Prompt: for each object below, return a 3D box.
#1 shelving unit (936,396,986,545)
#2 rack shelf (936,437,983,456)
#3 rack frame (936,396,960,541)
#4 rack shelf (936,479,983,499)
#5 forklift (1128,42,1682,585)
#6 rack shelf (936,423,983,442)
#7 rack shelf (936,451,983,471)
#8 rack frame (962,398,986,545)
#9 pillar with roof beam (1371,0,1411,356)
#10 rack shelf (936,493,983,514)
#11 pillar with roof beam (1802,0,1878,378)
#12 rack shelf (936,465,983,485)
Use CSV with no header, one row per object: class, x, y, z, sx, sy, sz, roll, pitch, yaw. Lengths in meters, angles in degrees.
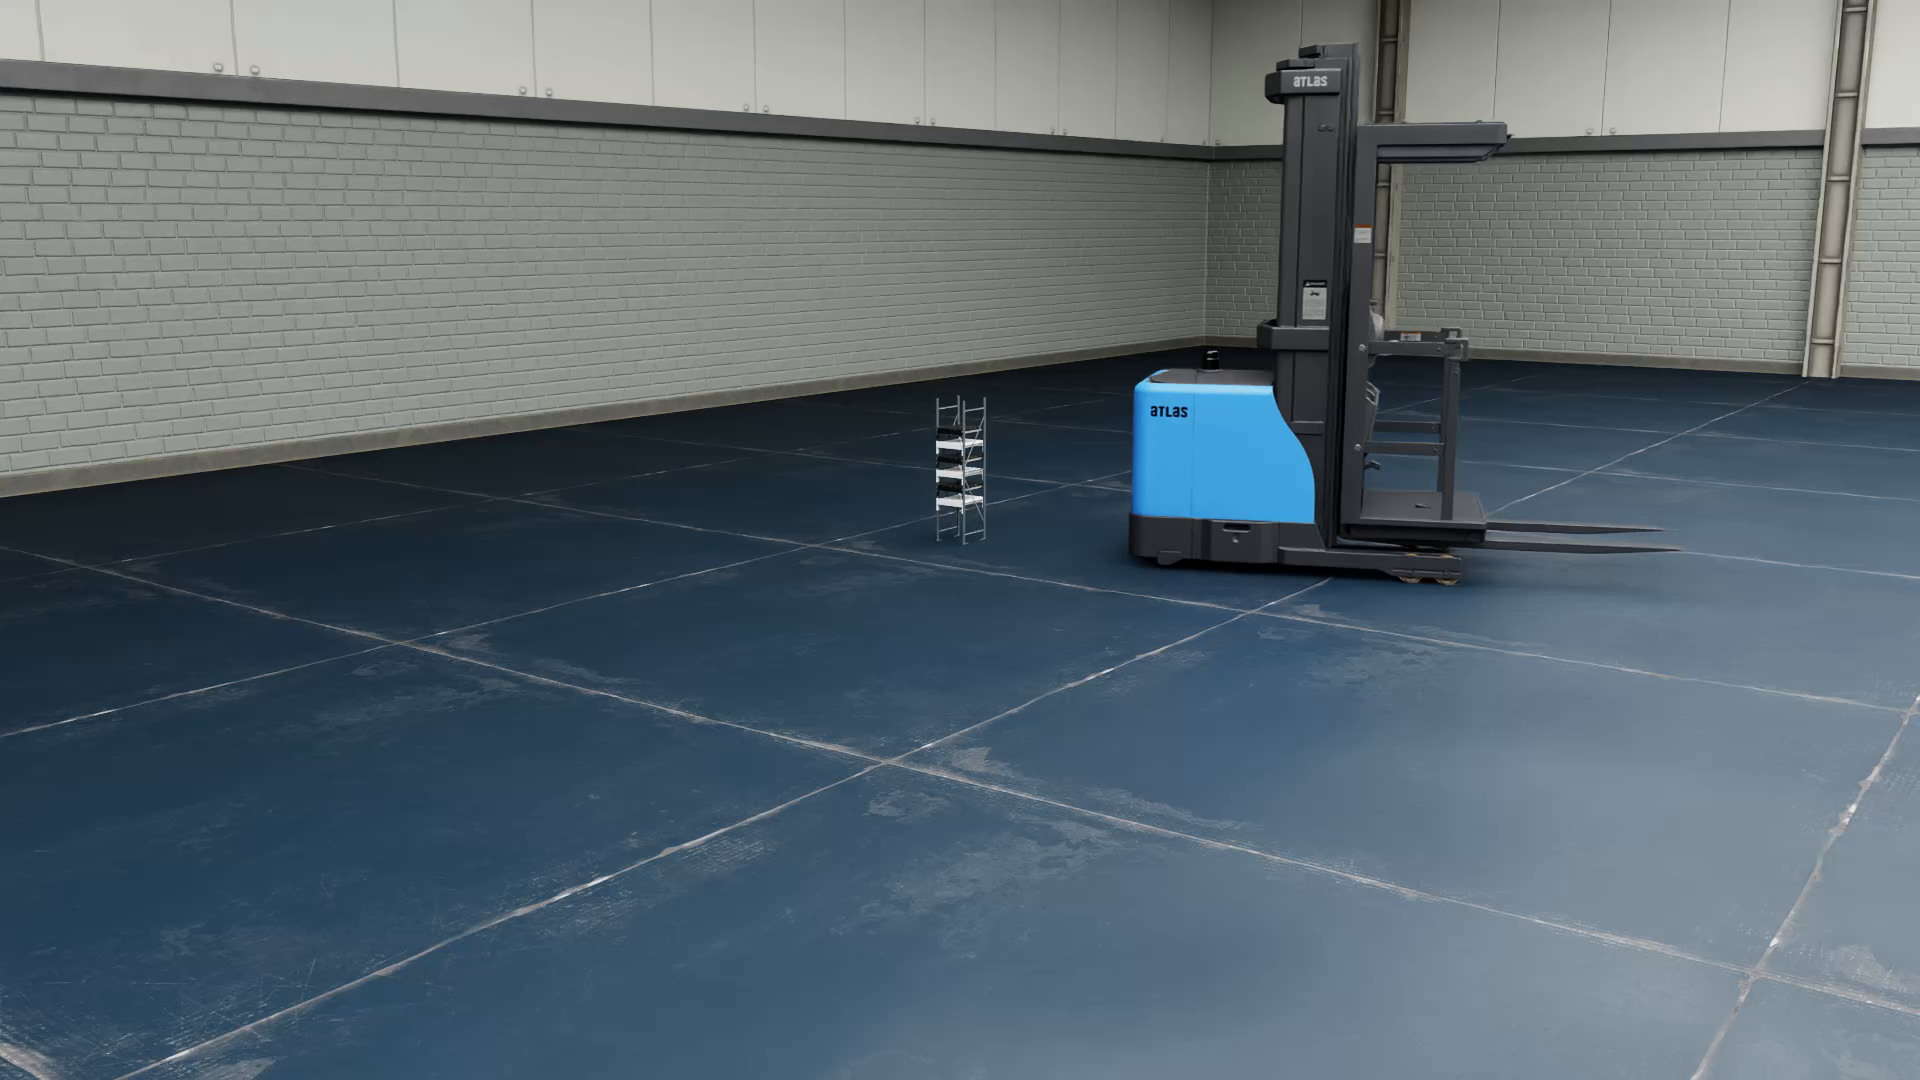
shelving unit,0.007,-0.441,10.439,0.210,0.900,0.258,8,13,36
rack shelf,0.007,-0.585,10.412,0.200,0.077,0.258,8,13,36
rack frame,-0.075,-0.452,10.499,0.006,0.900,0.240,8,13,36
rack shelf,0.007,-0.320,10.463,0.200,0.077,0.258,8,13,36
forklift,2.563,-1.301,9.538,3.031,2.935,1.130,3,11,14
rack shelf,0.007,-0.673,10.395,0.200,0.077,0.258,8,13,36
rack shelf,0.007,-0.497,10.429,0.200,0.077,0.258,8,13,36
rack frame,0.088,-0.429,10.380,0.006,0.900,0.240,8,13,36
pillar with roof beam,3.697,-6.538,20.631,0.400,9.000,9.100,8,13,36
rack shelf,0.007,-0.231,10.480,0.200,0.077,0.258,8,13,36
pillar with roof beam,8.533,-5.863,17.145,0.400,9.000,9.100,8,13,36
rack shelf,0.007,-0.408,10.446,0.200,0.077,0.258,8,13,36
